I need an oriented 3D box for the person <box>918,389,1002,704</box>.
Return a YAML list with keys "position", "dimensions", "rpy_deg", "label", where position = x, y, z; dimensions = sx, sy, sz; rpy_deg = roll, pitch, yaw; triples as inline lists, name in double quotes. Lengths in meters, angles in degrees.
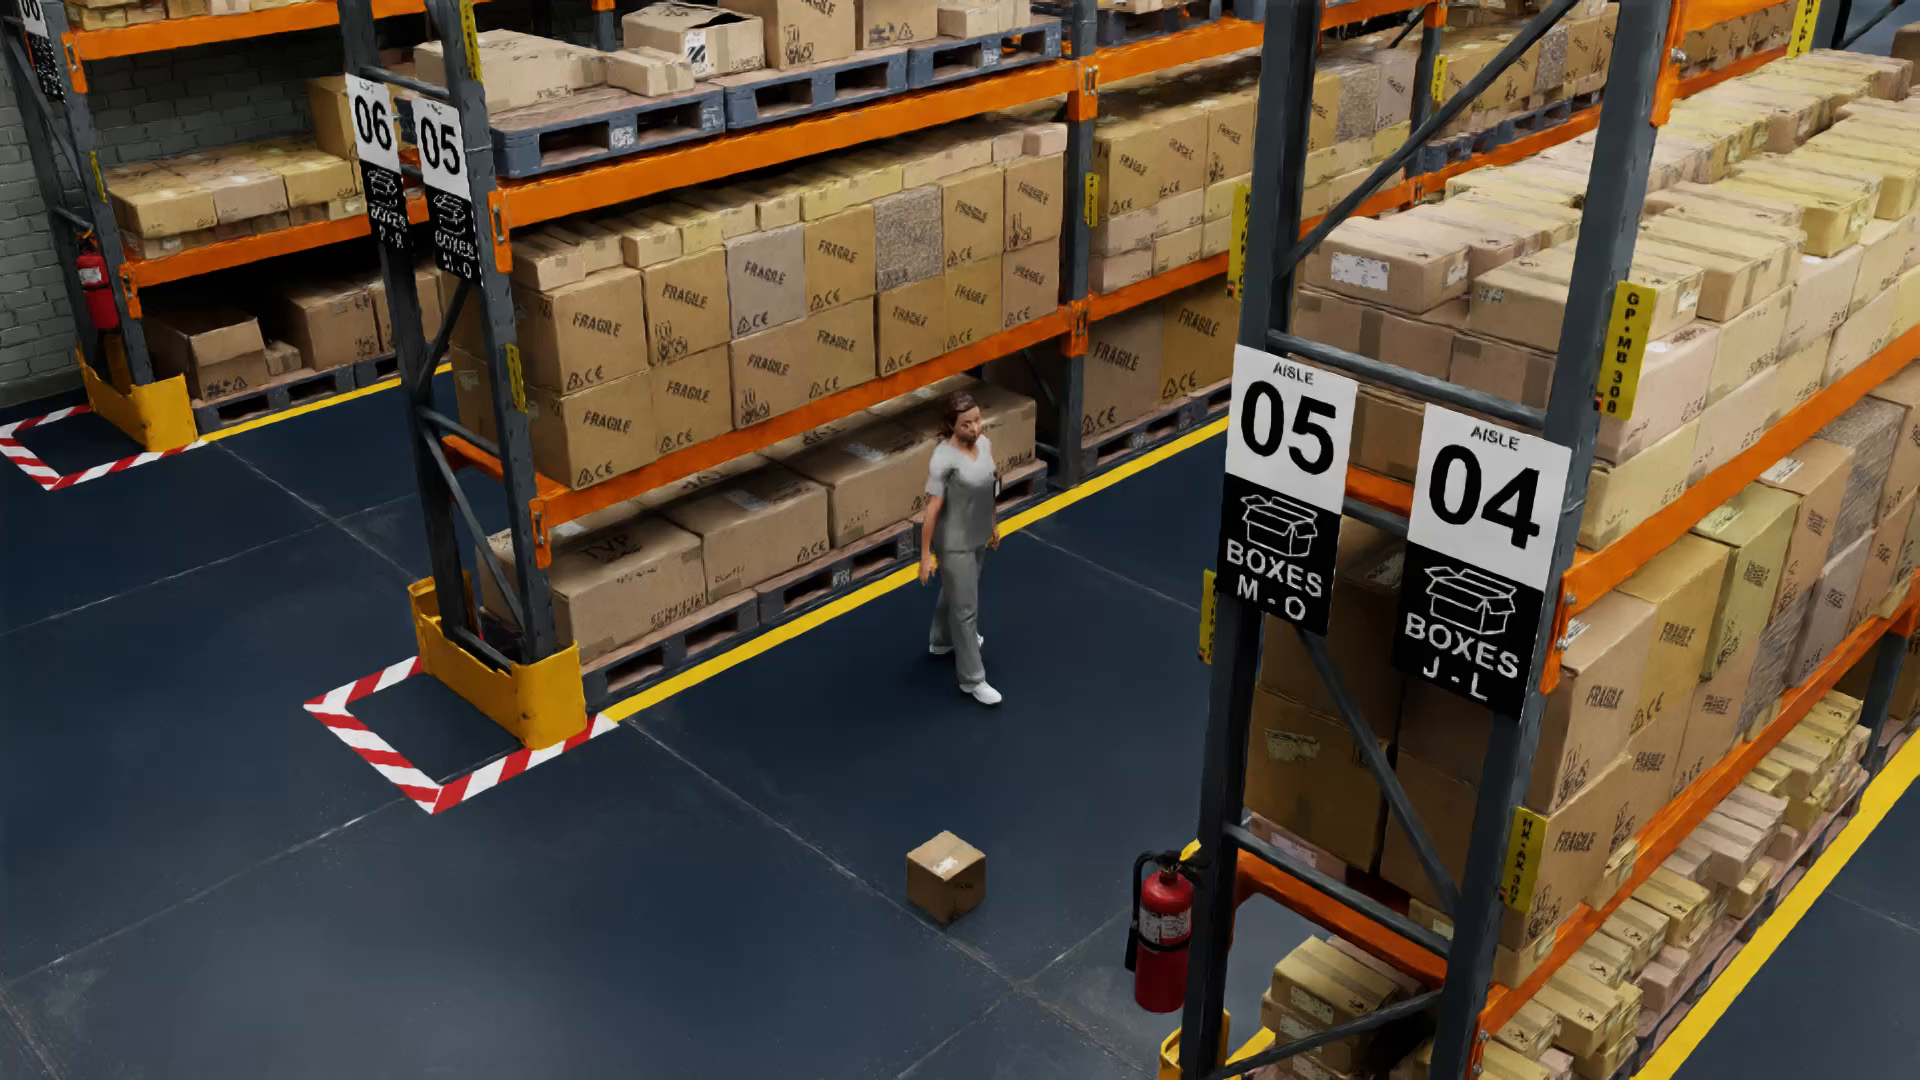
- position: [0.021, 0.013, 8.585]
  dimensions: [0.642, 1.664, 0.668]
  rpy_deg: [18, 33, 31]
  label: "person"
